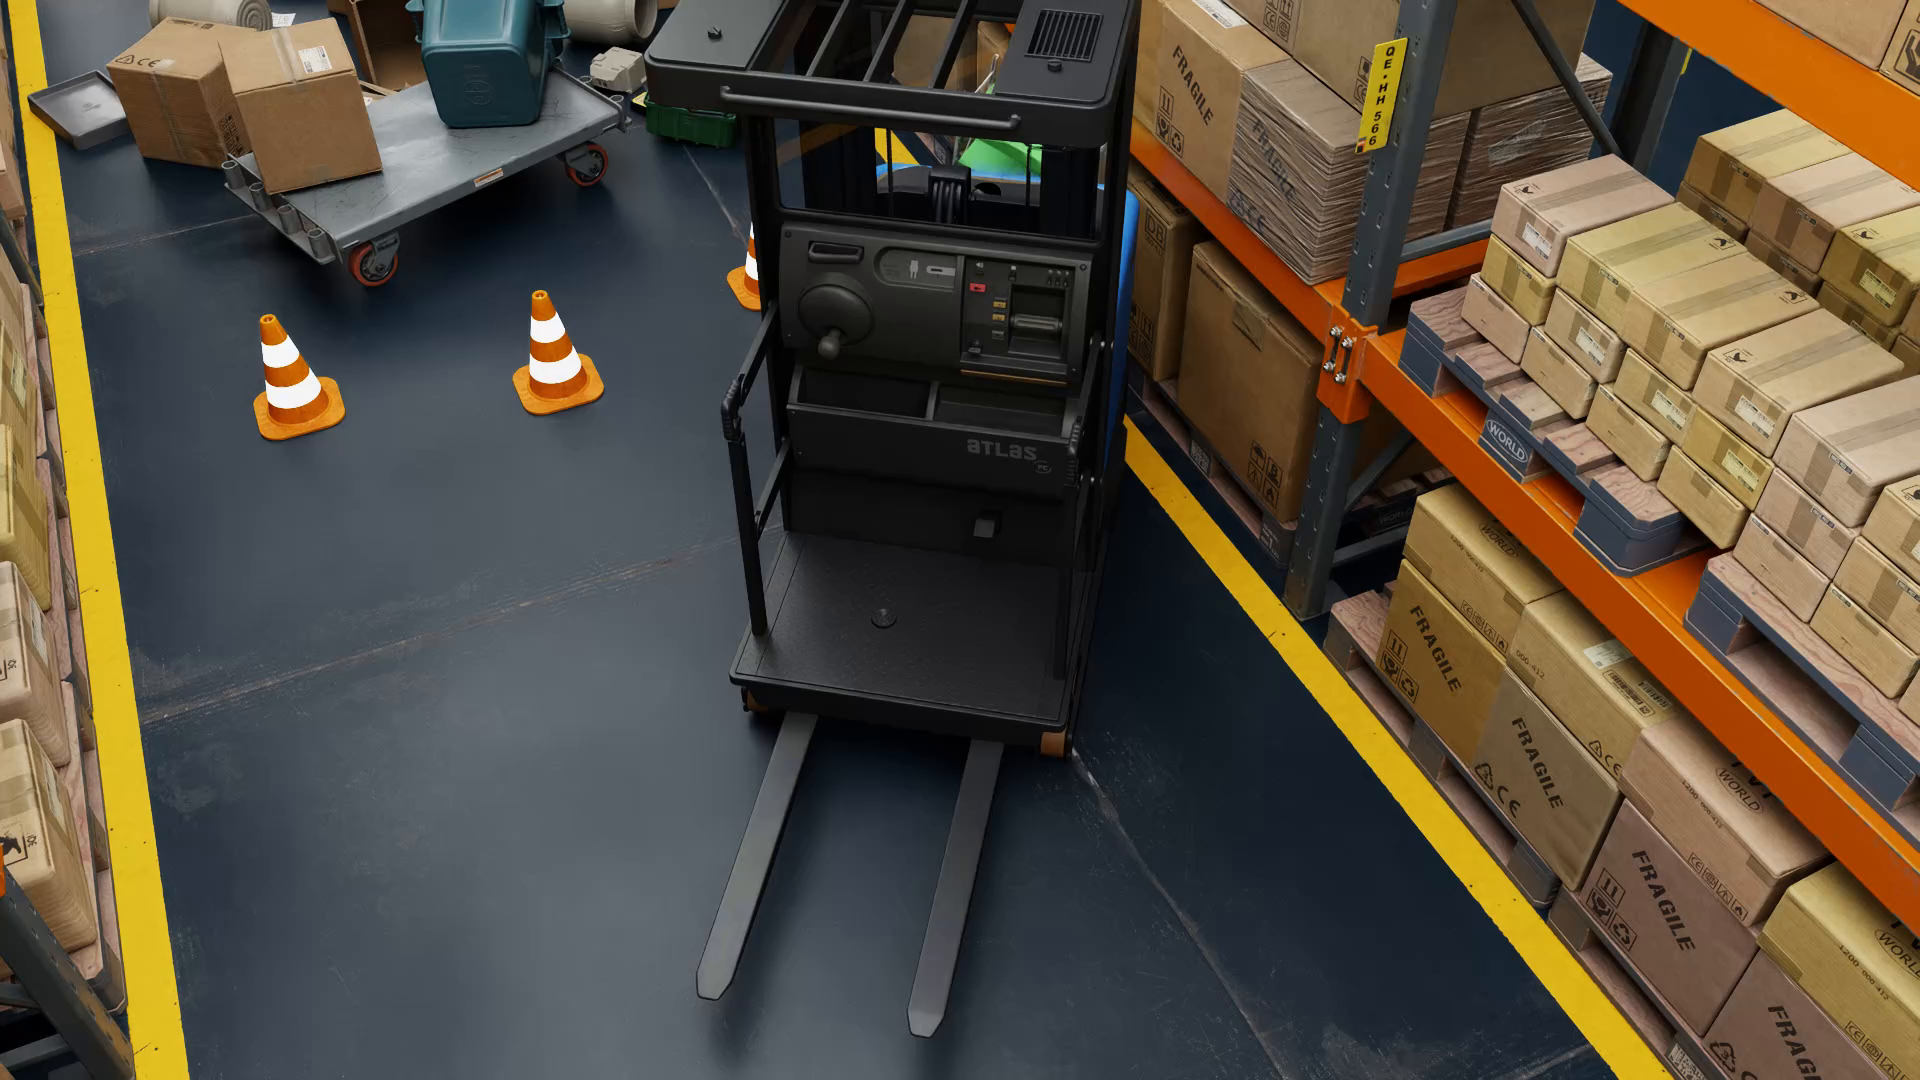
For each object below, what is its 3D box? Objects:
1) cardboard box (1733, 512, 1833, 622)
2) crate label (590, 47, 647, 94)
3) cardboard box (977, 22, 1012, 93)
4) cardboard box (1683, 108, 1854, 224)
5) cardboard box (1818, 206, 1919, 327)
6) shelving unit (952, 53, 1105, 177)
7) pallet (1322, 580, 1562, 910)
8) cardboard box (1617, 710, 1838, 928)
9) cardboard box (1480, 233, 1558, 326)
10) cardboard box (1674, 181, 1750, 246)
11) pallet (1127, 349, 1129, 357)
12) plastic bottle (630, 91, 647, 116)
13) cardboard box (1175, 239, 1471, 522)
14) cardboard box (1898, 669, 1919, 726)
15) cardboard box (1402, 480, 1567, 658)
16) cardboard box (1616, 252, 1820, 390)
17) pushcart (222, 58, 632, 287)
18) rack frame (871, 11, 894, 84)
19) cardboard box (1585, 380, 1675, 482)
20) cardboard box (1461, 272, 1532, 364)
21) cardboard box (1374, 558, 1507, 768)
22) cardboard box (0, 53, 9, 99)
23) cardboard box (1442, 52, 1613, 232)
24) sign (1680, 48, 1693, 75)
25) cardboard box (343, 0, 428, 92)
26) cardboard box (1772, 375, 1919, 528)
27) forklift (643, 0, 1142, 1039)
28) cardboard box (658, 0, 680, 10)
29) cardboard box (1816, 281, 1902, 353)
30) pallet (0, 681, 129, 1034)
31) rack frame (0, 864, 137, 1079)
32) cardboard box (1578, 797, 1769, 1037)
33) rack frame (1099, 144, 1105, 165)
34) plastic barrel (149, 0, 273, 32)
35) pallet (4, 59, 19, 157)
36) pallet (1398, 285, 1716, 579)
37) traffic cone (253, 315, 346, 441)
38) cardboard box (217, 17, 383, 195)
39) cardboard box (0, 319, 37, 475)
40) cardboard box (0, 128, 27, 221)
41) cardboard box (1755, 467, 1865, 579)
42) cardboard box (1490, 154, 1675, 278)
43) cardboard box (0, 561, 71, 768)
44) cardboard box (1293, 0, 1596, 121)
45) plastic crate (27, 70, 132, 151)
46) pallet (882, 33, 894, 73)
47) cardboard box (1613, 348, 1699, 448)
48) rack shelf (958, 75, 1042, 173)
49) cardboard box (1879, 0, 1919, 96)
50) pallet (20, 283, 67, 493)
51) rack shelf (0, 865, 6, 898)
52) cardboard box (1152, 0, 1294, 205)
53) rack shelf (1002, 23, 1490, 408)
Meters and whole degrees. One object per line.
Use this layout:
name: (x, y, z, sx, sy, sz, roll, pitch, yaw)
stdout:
cardboard box: (2.104, 0.013, 3.981, 0.380, 0.149, 0.250, -17, 47, -16)
crate label: (-1.773, -2.437, 8.623, 0.250, 0.136, 0.298, 18, 47, 18)
cardboard box: (0.706, -1.867, 7.310, 1.050, 0.750, 0.750, -18, 47, -17)
cardboard box: (2.265, -1.049, 4.634, 0.380, 0.149, 0.250, -20, 48, -19)
cardboard box: (2.479, -0.722, 4.302, 0.380, 0.149, 0.250, -17, 47, -16)
shelving unit: (0.225, -1.325, 6.619, 0.503, 1.200, 0.258, 31, 64, 9)
pallet: (1.971, 0.536, 5.556, 1.003, 0.211, 1.213, -18, 47, -17)
cardboard box: (2.123, 0.672, 4.380, 0.500, 0.250, 0.500, -18, 47, -17)
cardboard box: (1.664, -0.753, 4.546, 0.380, 0.149, 0.250, -16, 47, -16)
cardboard box: (2.264, -0.940, 4.735, 0.380, 0.149, 0.250, -17, 47, -17)
pallet: (0.871, -1.263, 7.380, 1.003, 0.211, 1.213, -18, 47, -17)
plastic bottle: (-1.524, -2.188, 8.424, 0.283, 0.061, 0.133, 26, 50, 24)
cardboard box: (1.469, -0.718, 6.145, 1.050, 0.750, 0.750, -19, 48, -18)
cardboard box: (2.316, 0.341, 3.649, 0.380, 0.149, 0.250, -19, 48, -19)
cardboard box: (1.714, 0.030, 5.031, 0.500, 0.250, 0.500, -20, 48, -19)
cardboard box: (1.876, -0.547, 4.125, 0.380, 0.149, 0.250, -18, 47, -18)
pushcart: (-2.440, -1.749, 7.754, 1.648, 0.377, 0.936, -35, 54, -30)
rack frame: (-0.039, -3.504, 7.665, 1.000, 3.000, 0.127, -18, 47, -17)
cardboard box: (1.875, -0.327, 4.326, 0.380, 0.149, 0.250, -16, 47, -15)
cardboard box: (1.648, -0.670, 4.673, 0.380, 0.149, 0.250, -19, 48, -18)
cardboard box: (1.709, 0.312, 5.279, 0.500, 0.500, 0.500, -20, 48, -19)
cardboard box: (-4.951, -2.278, 8.082, 0.500, 0.250, 0.500, -19, 48, -18)
cardboard box: (1.699, -1.356, 5.417, 0.500, 0.500, 0.500, -18, 47, -17)
sign: (2.132, -1.505, 4.871, 0.100, 0.325, 0.005, -18, 47, -17)
cardboard box: (-2.733, -2.721, 8.553, 0.797, 0.637, 0.503, -18, 47, -17)
cardboard box: (2.103, -0.206, 3.779, 0.380, 0.149, 0.250, -16, 47, -16)
forklift: (-0.119, -0.610, 4.781, 1.130, 2.935, 3.031, 8, 45, 8)
cardboard box: (-1.622, -3.301, 9.238, 0.500, 0.500, 0.500, -11, 46, -11)
cardboard box: (2.491, -0.604, 4.394, 0.380, 0.149, 0.250, -17, 47, -16)
pallet: (-3.133, 1.066, 5.019, 1.003, 0.211, 1.213, -18, 47, -17)
rack frame: (-2.805, 0.572, 3.535, 1.000, 3.000, 0.127, -18, 47, -17)
cardboard box: (2.144, 0.957, 4.625, 0.500, 0.500, 0.500, -19, 48, -18)
rack frame: (0.432, -1.201, 6.579, 0.015, 1.200, 0.240, 31, 64, 9)
plastic barrel: (-3.927, -2.740, 8.726, 0.512, 0.421, 0.421, 11, 46, 11)
pallet: (-5.319, -2.181, 8.310, 1.003, 0.211, 1.213, -18, 47, -17)
pallet: (2.040, -0.464, 4.721, 1.213, 0.211, 1.003, -18, 47, -17)
traffic cone: (-2.696, -0.698, 6.627, 0.336, 0.463, 0.334, -18, 47, -17)
cardboard box: (-2.885, -1.902, 7.282, 0.500, 0.500, 0.500, -18, 47, -17)
cardboard box: (-3.959, -0.401, 6.092, 0.950, 0.372, 0.625, -15, 47, -15)
cardboard box: (-4.490, -1.604, 7.398, 0.500, 0.250, 0.500, -20, 48, -19)
cardboard box: (2.106, -0.092, 3.876, 0.380, 0.149, 0.250, -18, 47, -17)
cardboard box: (1.664, -0.872, 4.454, 0.380, 0.149, 0.250, -18, 47, -17)
cardboard box: (-3.351, 0.527, 5.152, 0.950, 0.372, 0.625, -19, 48, -18)
cardboard box: (1.464, -1.635, 4.988, 0.700, 0.500, 0.500, -18, 47, -18)
plastic crate: (-4.403, -2.181, 8.403, 0.402, 0.080, 0.583, -35, 54, -30)
pallet: (-0.287, -3.019, 9.159, 1.003, 0.211, 1.213, -18, 47, -17)
cardboard box: (1.895, -0.412, 4.200, 0.380, 0.149, 0.250, -19, 48, -19)
rack shelf: (0.266, -1.511, 6.249, 0.480, 0.148, 0.258, 31, 64, 9)
cardboard box: (2.074, -0.982, 2.902, 0.500, 0.500, 0.500, -18, 47, -17)
pallet: (-4.159, -0.489, 6.595, 1.003, 0.211, 1.213, -18, 47, -17)
rack shelf: (-1.964, 2.102, 2.496, 1.077, 0.370, 4.000, -18, 47, -17)
cardboard box: (1.002, -1.516, 5.580, 0.500, 0.500, 0.500, -18, 47, -17)
rack shelf: (0.802, -1.973, 6.626, 1.077, 0.370, 4.000, -18, 47, -17)
